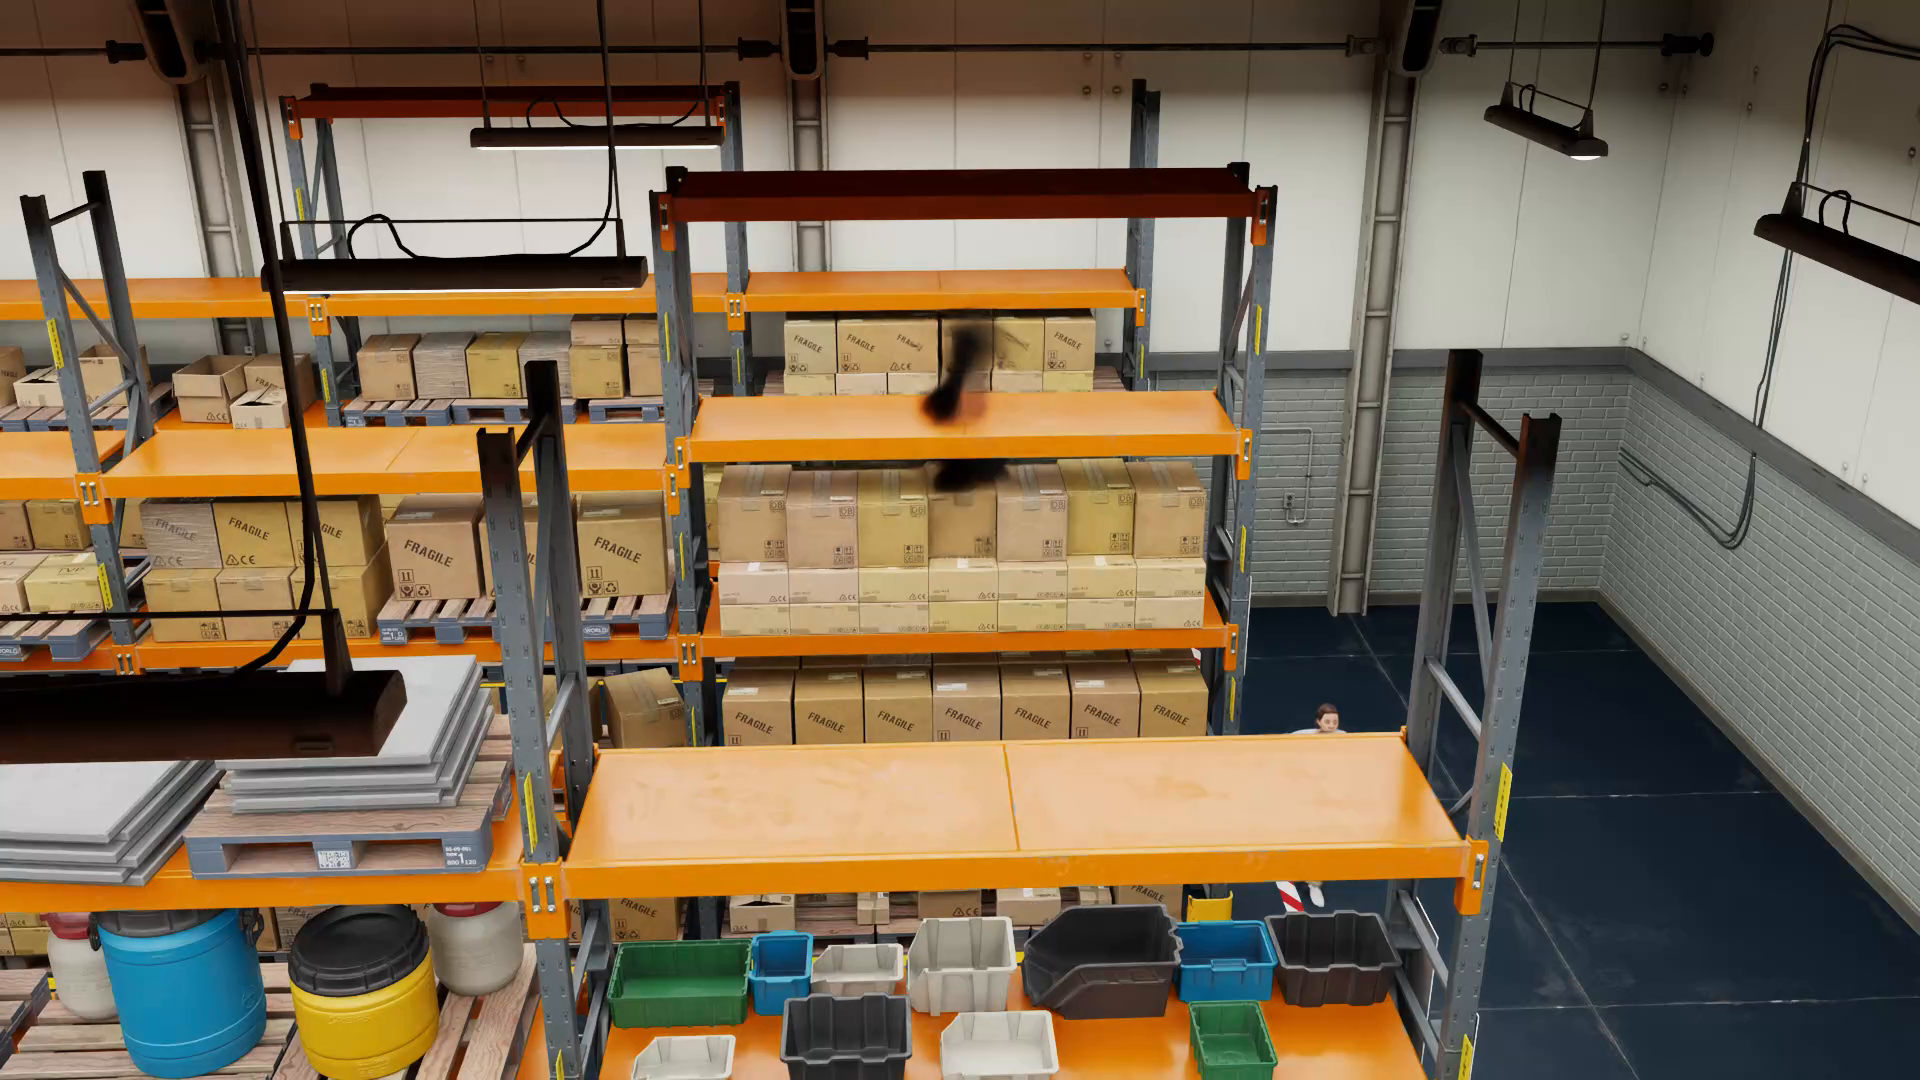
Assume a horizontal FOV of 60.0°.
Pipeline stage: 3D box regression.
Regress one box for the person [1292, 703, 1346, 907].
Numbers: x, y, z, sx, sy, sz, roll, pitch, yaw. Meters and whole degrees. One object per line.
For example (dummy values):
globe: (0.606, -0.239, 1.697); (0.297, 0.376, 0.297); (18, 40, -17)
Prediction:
person: (2.963, 2.090, 13.811); (0.573, 1.699, 0.877); (-6, 23, -14)
